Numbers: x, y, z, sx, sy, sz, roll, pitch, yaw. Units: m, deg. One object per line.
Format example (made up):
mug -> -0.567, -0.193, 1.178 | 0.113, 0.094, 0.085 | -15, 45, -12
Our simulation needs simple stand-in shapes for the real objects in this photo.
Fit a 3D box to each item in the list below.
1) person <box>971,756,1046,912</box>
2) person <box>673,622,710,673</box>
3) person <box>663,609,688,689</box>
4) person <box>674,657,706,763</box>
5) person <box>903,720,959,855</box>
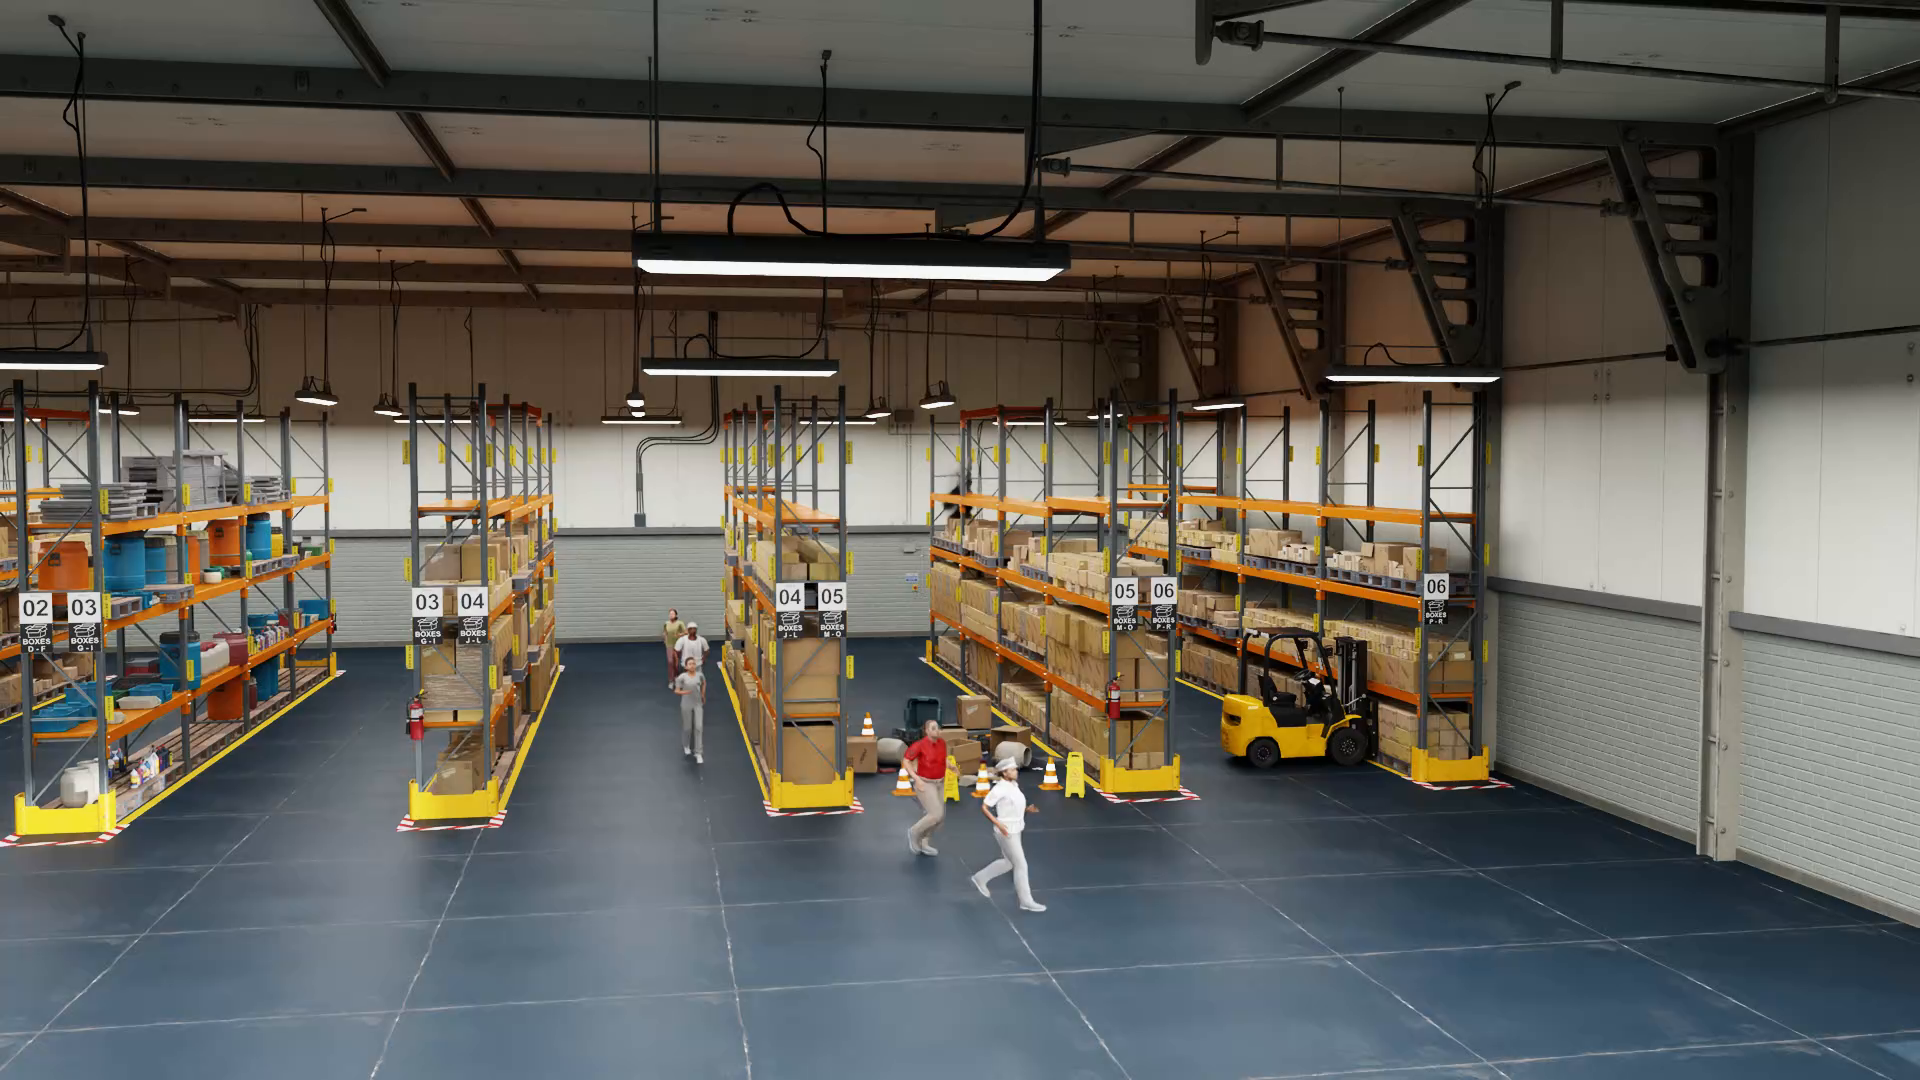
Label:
person -> 0.522, 3.213, 18.333 | 0.924, 1.675, 0.583 | 1, 3, 22
person -> -5.289, 2.480, 32.867 | 0.713, 1.718, 0.588 | -1, 3, -17
person -> -6.185, 2.335, 36.111 | 0.559, 1.691, 0.896 | 0, 3, -4
person -> -4.414, 2.760, 27.310 | 0.563, 1.688, 0.909 | -1, 3, -19
person -> -0.316, 3.098, 20.827 | 0.605, 1.694, 0.644 | 2, 4, 39
